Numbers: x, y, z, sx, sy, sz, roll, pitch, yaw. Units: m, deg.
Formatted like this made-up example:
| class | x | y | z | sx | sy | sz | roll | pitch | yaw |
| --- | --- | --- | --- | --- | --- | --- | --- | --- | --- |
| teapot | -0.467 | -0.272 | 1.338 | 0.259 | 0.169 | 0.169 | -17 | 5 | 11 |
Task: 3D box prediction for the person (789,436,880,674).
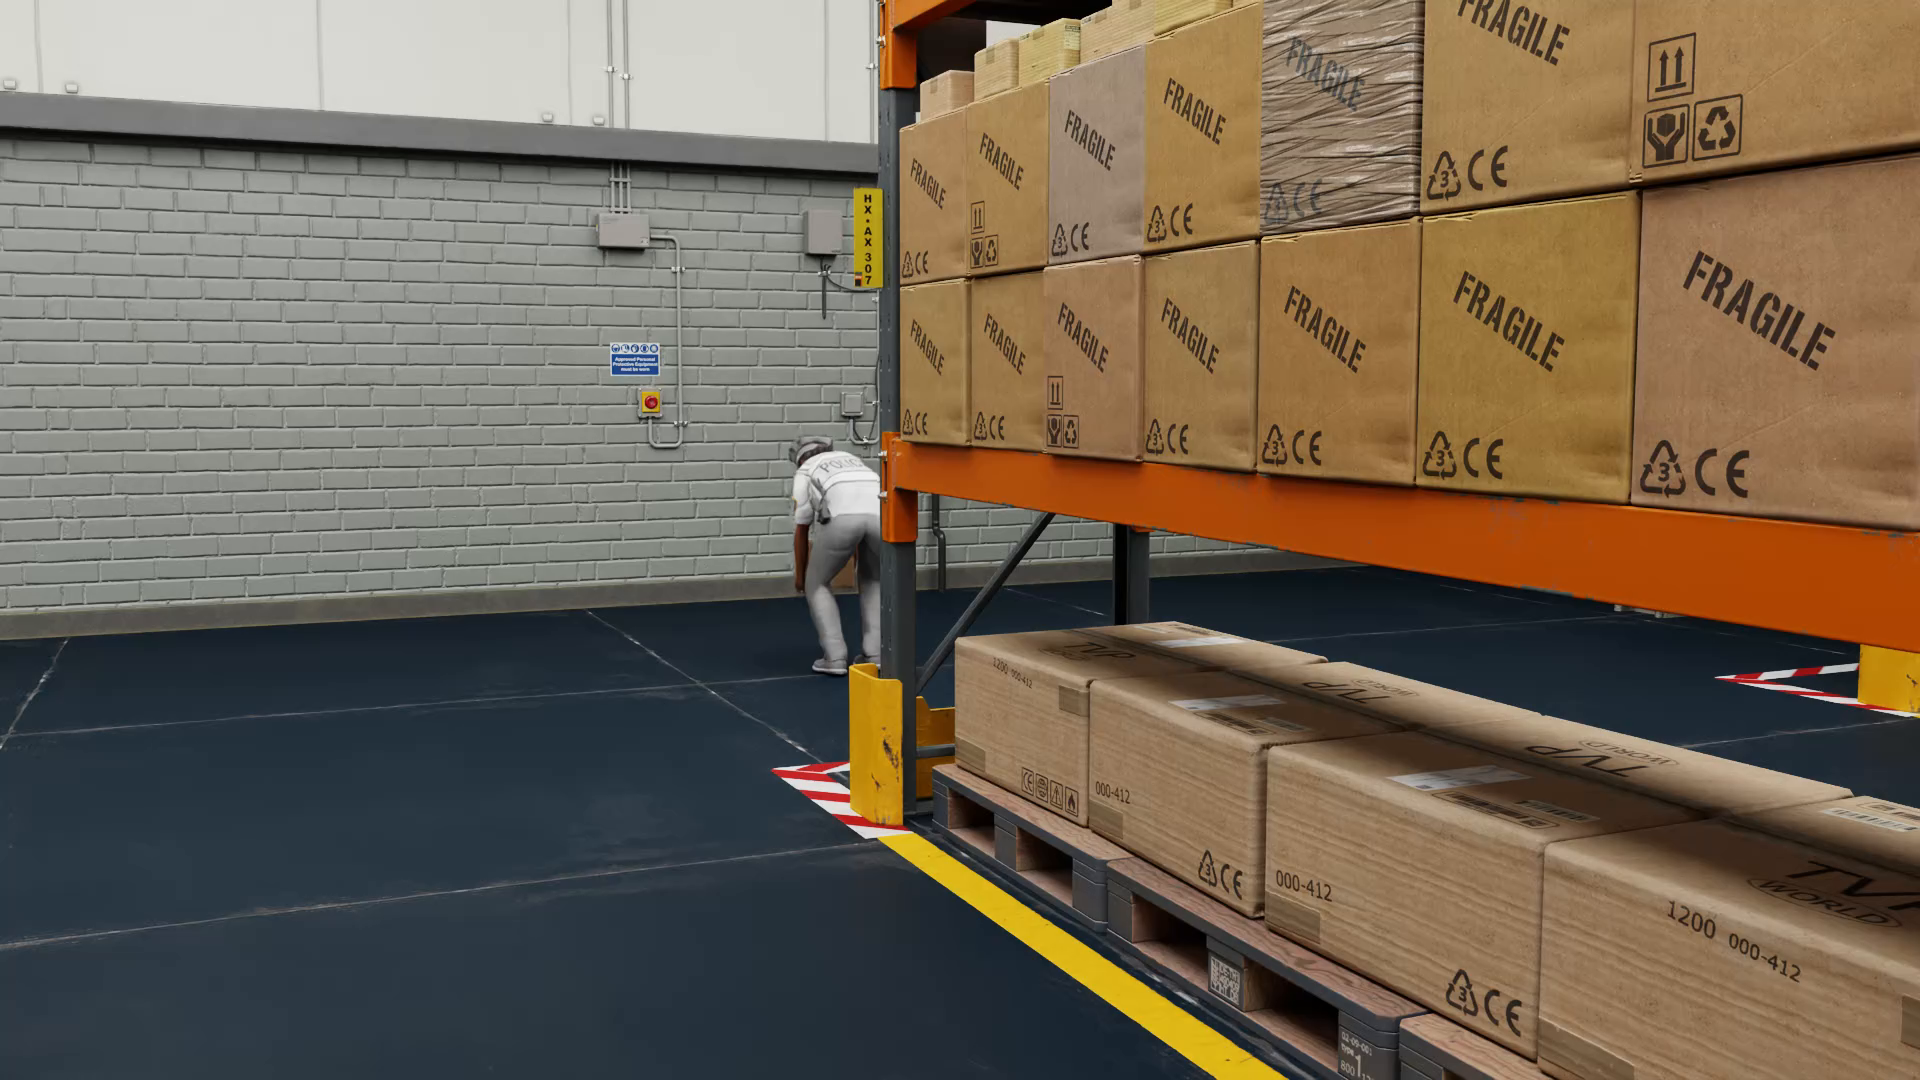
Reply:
| class | x | y | z | sx | sy | sz | roll | pitch | yaw |
| --- | --- | --- | --- | --- | --- | --- | --- | --- | --- |
| person | -0.645 | 0.066 | 8.722 | 0.430 | 1.207 | 0.915 | -3 | 6 | -26 |
